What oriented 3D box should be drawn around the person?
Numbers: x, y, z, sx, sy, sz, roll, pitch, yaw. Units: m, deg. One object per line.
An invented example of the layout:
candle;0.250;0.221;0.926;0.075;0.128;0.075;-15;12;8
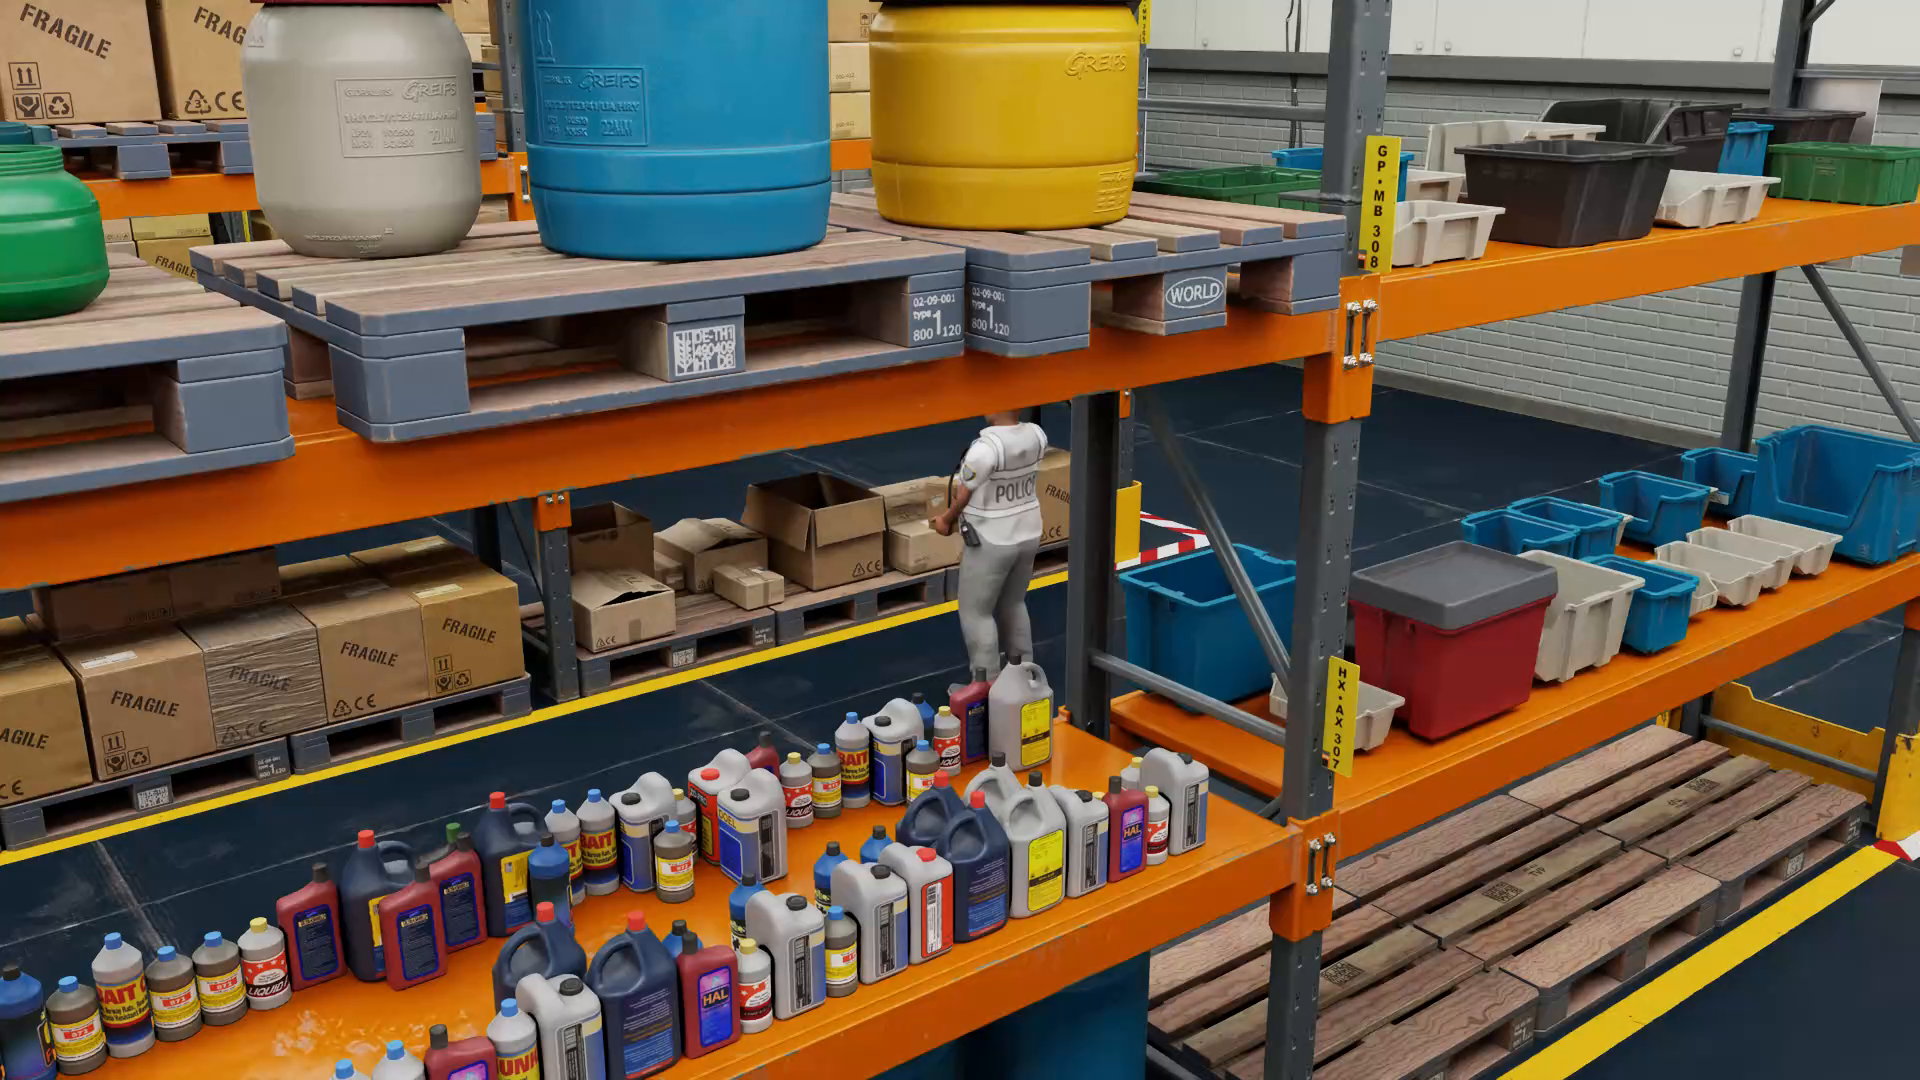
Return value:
person;0.131;-0.024;8.590;0.573;1.762;0.493;15;23;40
